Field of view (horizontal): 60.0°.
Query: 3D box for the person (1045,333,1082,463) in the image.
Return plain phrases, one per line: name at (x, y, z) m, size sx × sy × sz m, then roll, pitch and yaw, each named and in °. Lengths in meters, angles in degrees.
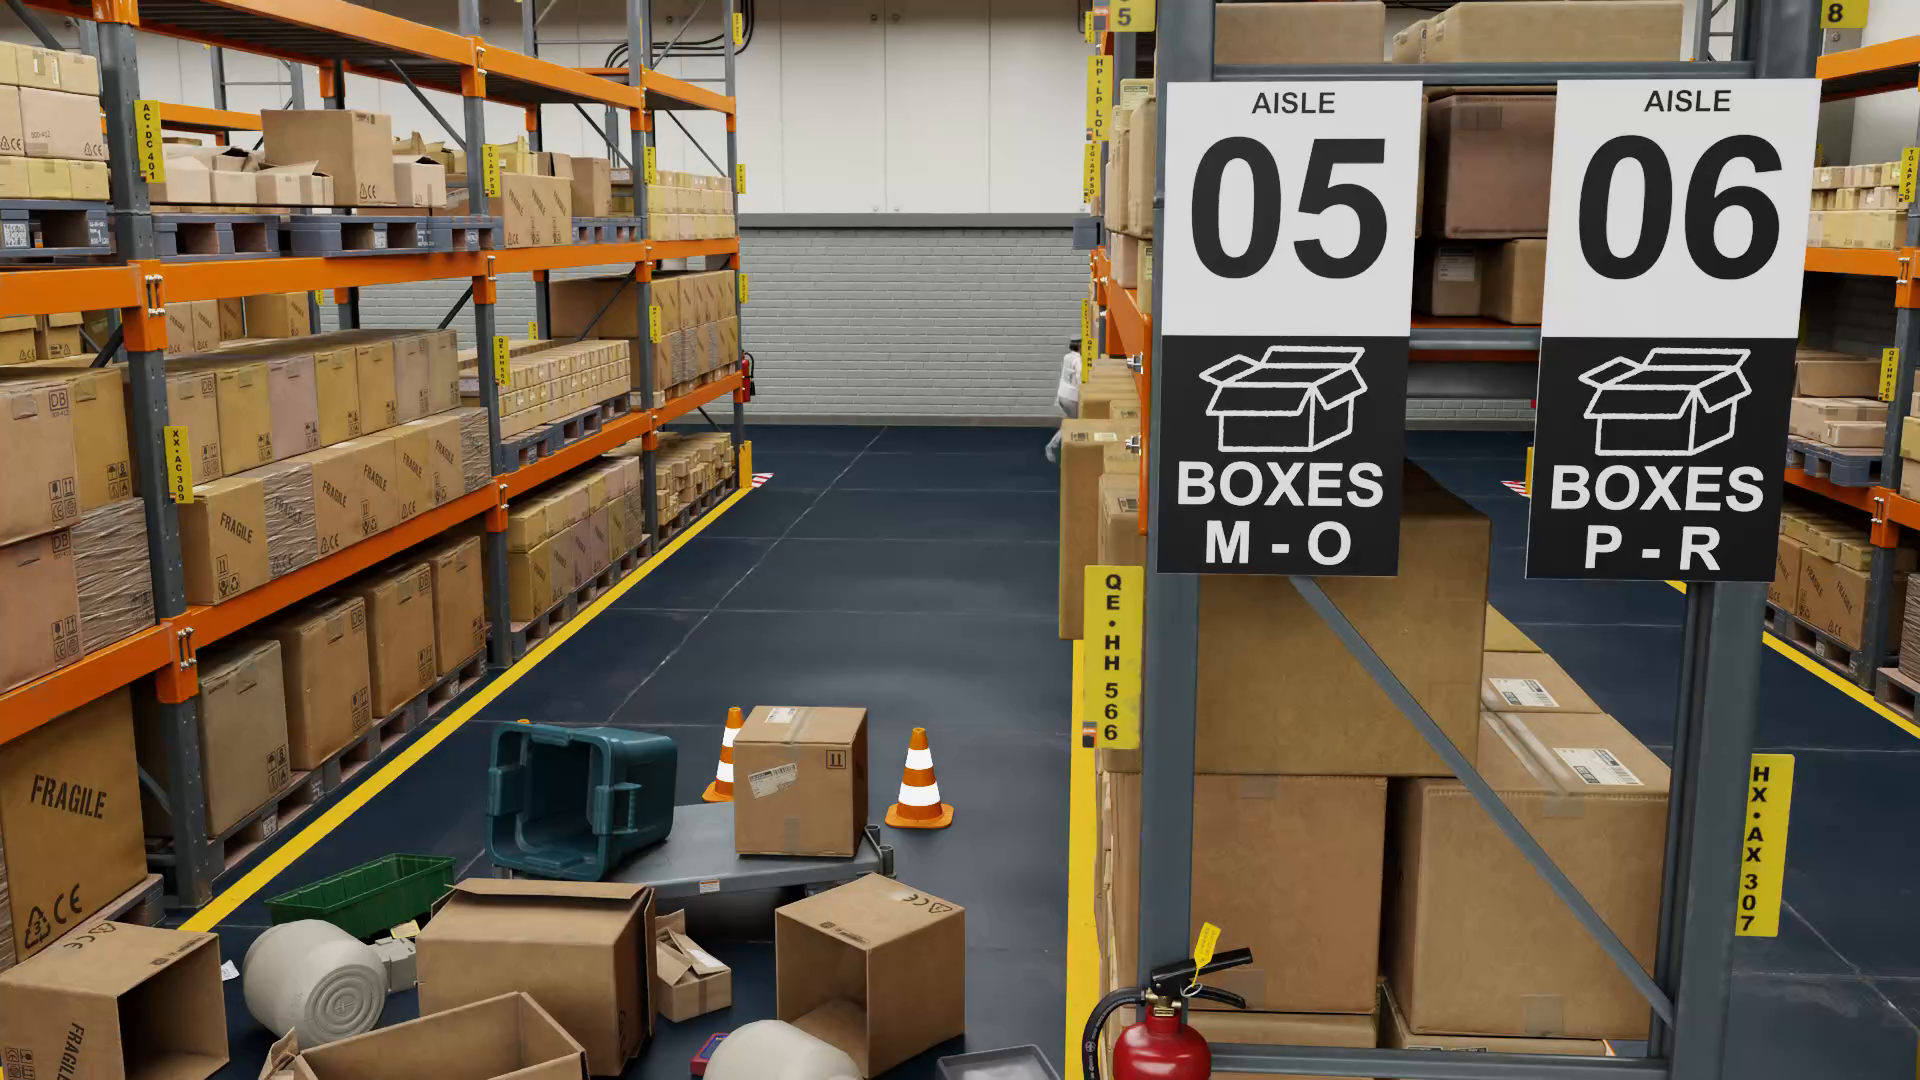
person at (1.317, -1.677, 20.079) m, size 0.493 × 1.647 × 0.647 m, roll -3°, pitch 11°, yaw -17°
